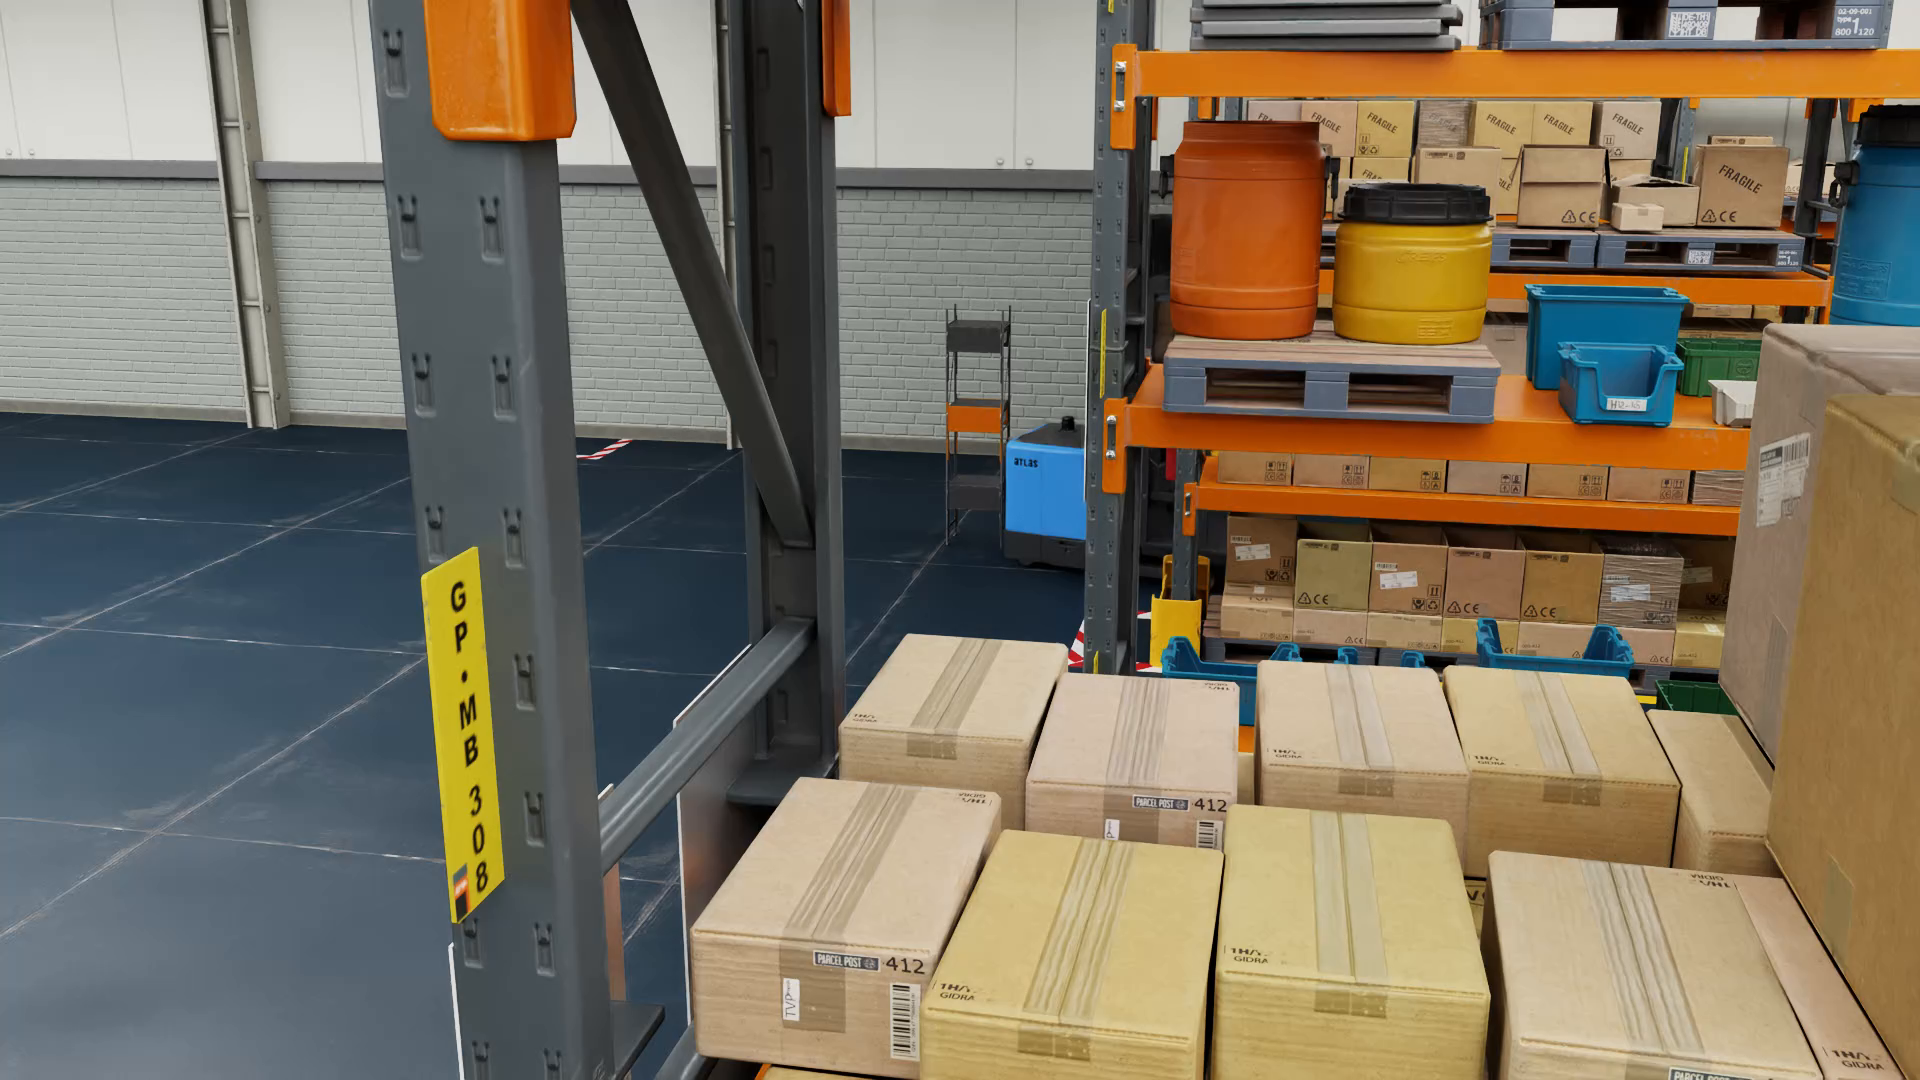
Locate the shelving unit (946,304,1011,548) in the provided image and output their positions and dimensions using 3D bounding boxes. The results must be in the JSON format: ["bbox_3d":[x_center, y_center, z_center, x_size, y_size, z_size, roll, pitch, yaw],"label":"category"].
[{"bbox_3d":[0.162,-1.003,14.680,0.503,2.100,0.431,3,16,11],"label":"shelving unit"}]

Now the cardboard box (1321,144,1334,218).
[{"bbox_3d":[2.207,-2.426,11.269,0.637,0.503,0.797,4,16,15],"label":"cardboard box"}]

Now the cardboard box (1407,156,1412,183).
[{"bbox_3d":[4.077,-3.485,16.112,0.500,0.500,0.500,2,16,9],"label":"cardboard box"}]

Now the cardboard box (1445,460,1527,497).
[{"bbox_3d":[3.617,-0.631,11.462,0.500,0.500,0.700,4,16,13],"label":"cardboard box"}]

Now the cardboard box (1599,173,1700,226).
[{"bbox_3d":[4.594,-2.276,11.090,0.500,0.311,0.500,2,16,8],"label":"cardboard box"}]

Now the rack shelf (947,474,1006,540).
[{"bbox_3d":[0.162,-0.315,14.870,0.480,0.518,0.431,3,16,11],"label":"rack shelf"}]

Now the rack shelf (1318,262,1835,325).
[{"bbox_3d":[3.604,-1.685,11.183,4.000,0.370,1.077,3,16,11],"label":"rack shelf"}]

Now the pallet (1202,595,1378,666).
[{"bbox_3d":[2.402,0.681,12.137,1.213,0.211,1.003,3,16,11],"label":"pallet"}]

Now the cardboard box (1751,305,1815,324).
[{"bbox_3d":[7.586,-1.968,15.467,0.500,0.500,0.700,5,16,17],"label":"cardboard box"}]

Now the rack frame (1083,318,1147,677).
[{"bbox_3d":[0.654,0.603,7.195,0.127,3.000,1.000,3,16,11],"label":"rack frame"}]

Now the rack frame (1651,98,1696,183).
[{"bbox_3d":[6.548,-4.667,14.982,0.127,3.000,1.000,3,16,11],"label":"rack frame"}]

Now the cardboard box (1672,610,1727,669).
[{"bbox_3d":[5.066,0.676,11.297,0.500,0.250,0.500,3,16,11],"label":"cardboard box"}]

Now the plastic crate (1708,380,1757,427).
[{"bbox_3d":[2.920,-0.482,5.988,0.396,0.136,0.243,3,16,11],"label":"plastic crate"}]

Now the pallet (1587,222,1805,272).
[{"bbox_3d":[4.723,-1.921,10.855,1.213,0.211,1.003,3,16,11],"label":"pallet"}]

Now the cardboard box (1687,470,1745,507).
[{"bbox_3d":[5.128,-0.550,11.170,0.500,0.500,0.700,3,16,10],"label":"cardboard box"}]

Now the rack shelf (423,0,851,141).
[{"bbox_3d":[1.627,-0.537,1.429,4.000,0.370,1.077,3,16,11],"label":"rack shelf"}]

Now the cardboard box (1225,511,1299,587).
[{"bbox_3d":[2.229,0.020,12.261,0.500,0.500,0.500,3,16,11],"label":"cardboard box"}]

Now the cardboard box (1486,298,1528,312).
[{"bbox_3d":[5.041,-2.073,15.696,0.500,0.500,0.500,3,16,9],"label":"cardboard box"}]

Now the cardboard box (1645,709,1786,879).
[{"bbox_3d":[0.991,0.350,2.024,0.250,0.149,0.380,3,16,12],"label":"cardboard box"}]

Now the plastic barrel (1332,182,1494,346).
[{"bbox_3d":[1.796,-1.108,6.614,0.600,0.588,0.600,0,15,0],"label":"plastic barrel"}]

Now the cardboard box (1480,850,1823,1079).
[{"bbox_3d":[0.650,0.462,1.620,0.250,0.149,0.380,4,16,13],"label":"cardboard box"}]

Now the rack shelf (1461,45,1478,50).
[{"bbox_3d":[4.588,-4.425,15.462,4.000,0.370,1.077,3,16,11],"label":"rack shelf"}]

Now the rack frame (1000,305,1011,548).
[{"bbox_3d":[0.401,-0.990,14.633,0.015,2.100,0.400,3,16,11],"label":"rack frame"}]

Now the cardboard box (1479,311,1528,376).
[{"bbox_3d":[3.653,-1.255,11.286,0.500,0.500,0.700,3,16,11],"label":"cardboard box"}]

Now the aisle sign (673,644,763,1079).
[{"bbox_3d":[-0.334,0.564,2.466,0.004,0.787,0.394,3,16,11],"label":"aisle sign"}]

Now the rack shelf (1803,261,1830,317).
[{"bbox_3d":[7.524,-1.472,10.415,4.000,0.370,1.077,3,16,11],"label":"rack shelf"}]

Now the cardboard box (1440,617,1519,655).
[{"bbox_3d":[3.595,0.597,11.580,0.500,0.250,0.500,3,16,11],"label":"cardboard box"}]

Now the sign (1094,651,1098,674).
[{"bbox_3d":[0.540,0.614,6.639,0.005,0.325,0.100,3,16,11],"label":"sign"}]

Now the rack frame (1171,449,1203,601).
[{"bbox_3d":[1.644,-0.692,11.872,0.127,3.000,1.000,3,16,11],"label":"rack frame"}]

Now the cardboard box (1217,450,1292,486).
[{"bbox_3d":[2.099,-0.712,11.757,0.500,0.500,0.700,3,16,11],"label":"cardboard box"}]

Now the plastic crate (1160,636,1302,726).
[{"bbox_3d":[1.204,0.623,7.401,0.616,0.251,0.499,3,16,11],"label":"plastic crate"}]

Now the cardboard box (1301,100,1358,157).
[{"bbox_3d":[3.439,-3.850,15.554,0.500,0.500,0.500,3,16,10],"label":"cardboard box"}]

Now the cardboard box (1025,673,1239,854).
[{"bbox_3d":[0.233,0.311,2.164,0.250,0.149,0.380,3,16,9],"label":"cardboard box"}]

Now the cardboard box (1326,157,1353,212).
[{"bbox_3d":[3.425,-3.371,15.697,0.500,0.500,0.500,4,16,15],"label":"cardboard box"}]

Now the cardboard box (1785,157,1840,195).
[{"bbox_3d":[7.671,-3.298,15.039,0.500,0.311,0.500,4,16,13],"label":"cardboard box"}]

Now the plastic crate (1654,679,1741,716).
[{"bbox_3d":[3.300,0.772,6.982,0.662,0.188,0.450,3,16,11],"label":"plastic crate"}]

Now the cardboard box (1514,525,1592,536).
[{"bbox_3d":[4.192,0.122,11.891,0.500,0.500,0.500,3,16,11],"label":"cardboard box"}]

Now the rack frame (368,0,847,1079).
[{"bbox_3d":[-0.333,-0.992,1.716,0.127,3.000,1.000,3,16,11],"label":"rack frame"}]

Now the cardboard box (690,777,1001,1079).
[{"bbox_3d":[-0.109,0.409,1.812,0.250,0.149,0.380,3,16,11],"label":"cardboard box"}]

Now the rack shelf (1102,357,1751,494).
[{"bbox_3d":[2.614,-0.389,6.506,4.000,0.370,1.077,3,16,11],"label":"rack shelf"}]

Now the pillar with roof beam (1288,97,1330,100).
[{"bbox_3d":[2.628,-3.942,12.367,0.400,9.000,9.100,3,16,11],"label":"pillar with roof beam"}]

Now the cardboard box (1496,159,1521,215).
[{"bbox_3d":[4.960,-3.291,15.410,0.500,0.500,0.500,2,16,9],"label":"cardboard box"}]

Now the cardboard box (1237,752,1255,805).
[{"bbox_3d":[0.190,0.485,2.284,0.500,0.250,0.500,3,16,12],"label":"cardboard box"}]

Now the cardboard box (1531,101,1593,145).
[{"bbox_3d":[5.461,-3.743,15.169,0.500,0.500,0.500,4,16,14],"label":"cardboard box"}]

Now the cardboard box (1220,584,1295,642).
[{"bbox_3d":[2.126,0.517,11.870,0.500,0.250,0.500,3,16,11],"label":"cardboard box"}]

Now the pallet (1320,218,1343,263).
[{"bbox_3d":[2.332,-2.051,11.323,1.213,0.211,1.003,3,16,11],"label":"pallet"}]

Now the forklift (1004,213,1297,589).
[{"bbox_3d":[1.933,-1.153,13.662,3.031,2.935,1.130,7,17,24],"label":"forklift"}]

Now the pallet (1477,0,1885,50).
[{"bbox_3d":[2.561,-1.892,6.069,1.213,0.211,1.003,3,16,11],"label":"pallet"}]

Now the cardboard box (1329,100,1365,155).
[{"bbox_3d":[3.639,-3.993,16.071,0.500,0.500,0.500,4,16,15],"label":"cardboard box"}]

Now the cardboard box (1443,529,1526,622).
[{"bbox_3d":[3.595,0.236,11.479,0.500,0.500,0.500,3,16,11],"label":"cardboard box"}]

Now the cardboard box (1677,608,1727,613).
[{"bbox_3d":[5.170,0.539,11.790,0.500,0.250,0.500,3,16,11],"label":"cardboard box"}]

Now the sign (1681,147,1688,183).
[{"bbox_3d":[6.447,-3.328,14.799,0.005,0.325,0.100,3,16,11],"label":"sign"}]
